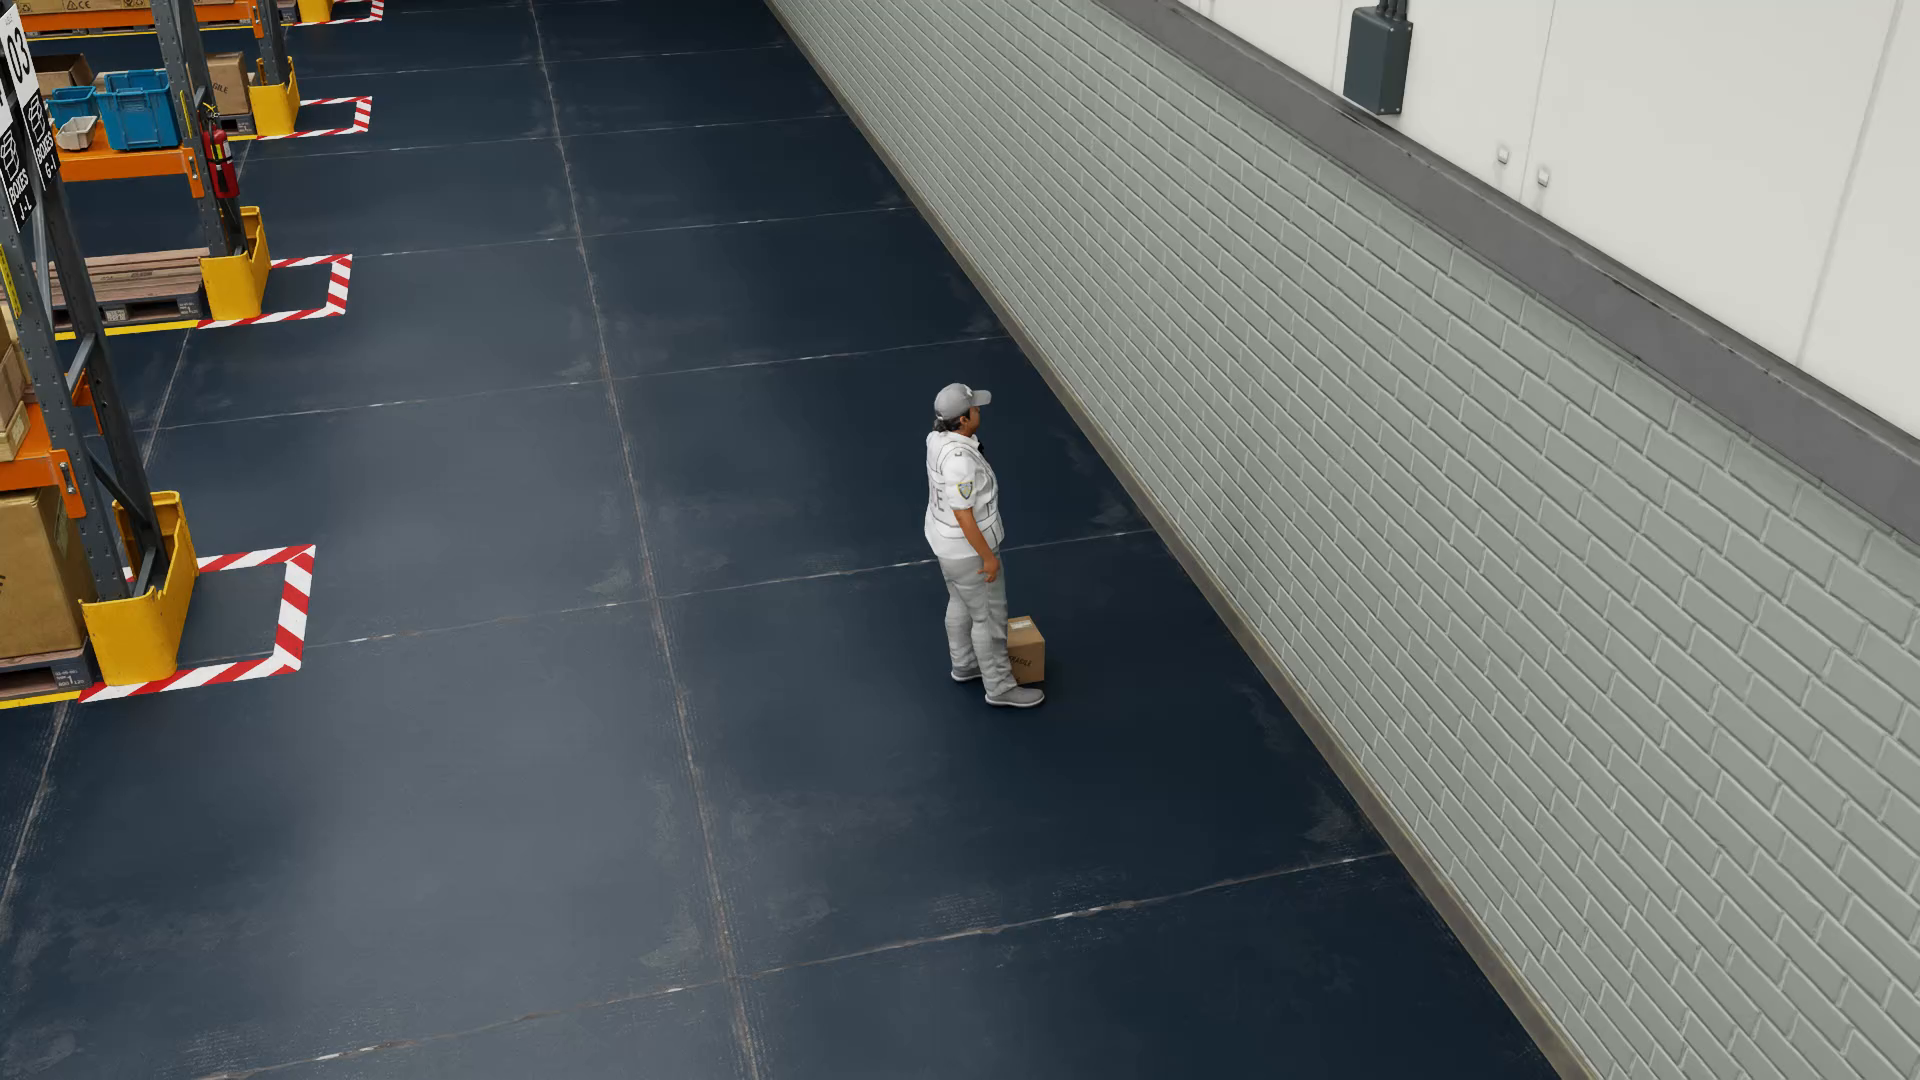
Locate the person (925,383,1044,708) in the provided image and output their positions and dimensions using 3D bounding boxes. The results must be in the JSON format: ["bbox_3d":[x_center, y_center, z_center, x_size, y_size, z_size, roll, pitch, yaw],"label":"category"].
[{"bbox_3d":[0.110,0.008,8.193,0.529,1.671,0.599,-8,31,-13],"label":"person"}]
